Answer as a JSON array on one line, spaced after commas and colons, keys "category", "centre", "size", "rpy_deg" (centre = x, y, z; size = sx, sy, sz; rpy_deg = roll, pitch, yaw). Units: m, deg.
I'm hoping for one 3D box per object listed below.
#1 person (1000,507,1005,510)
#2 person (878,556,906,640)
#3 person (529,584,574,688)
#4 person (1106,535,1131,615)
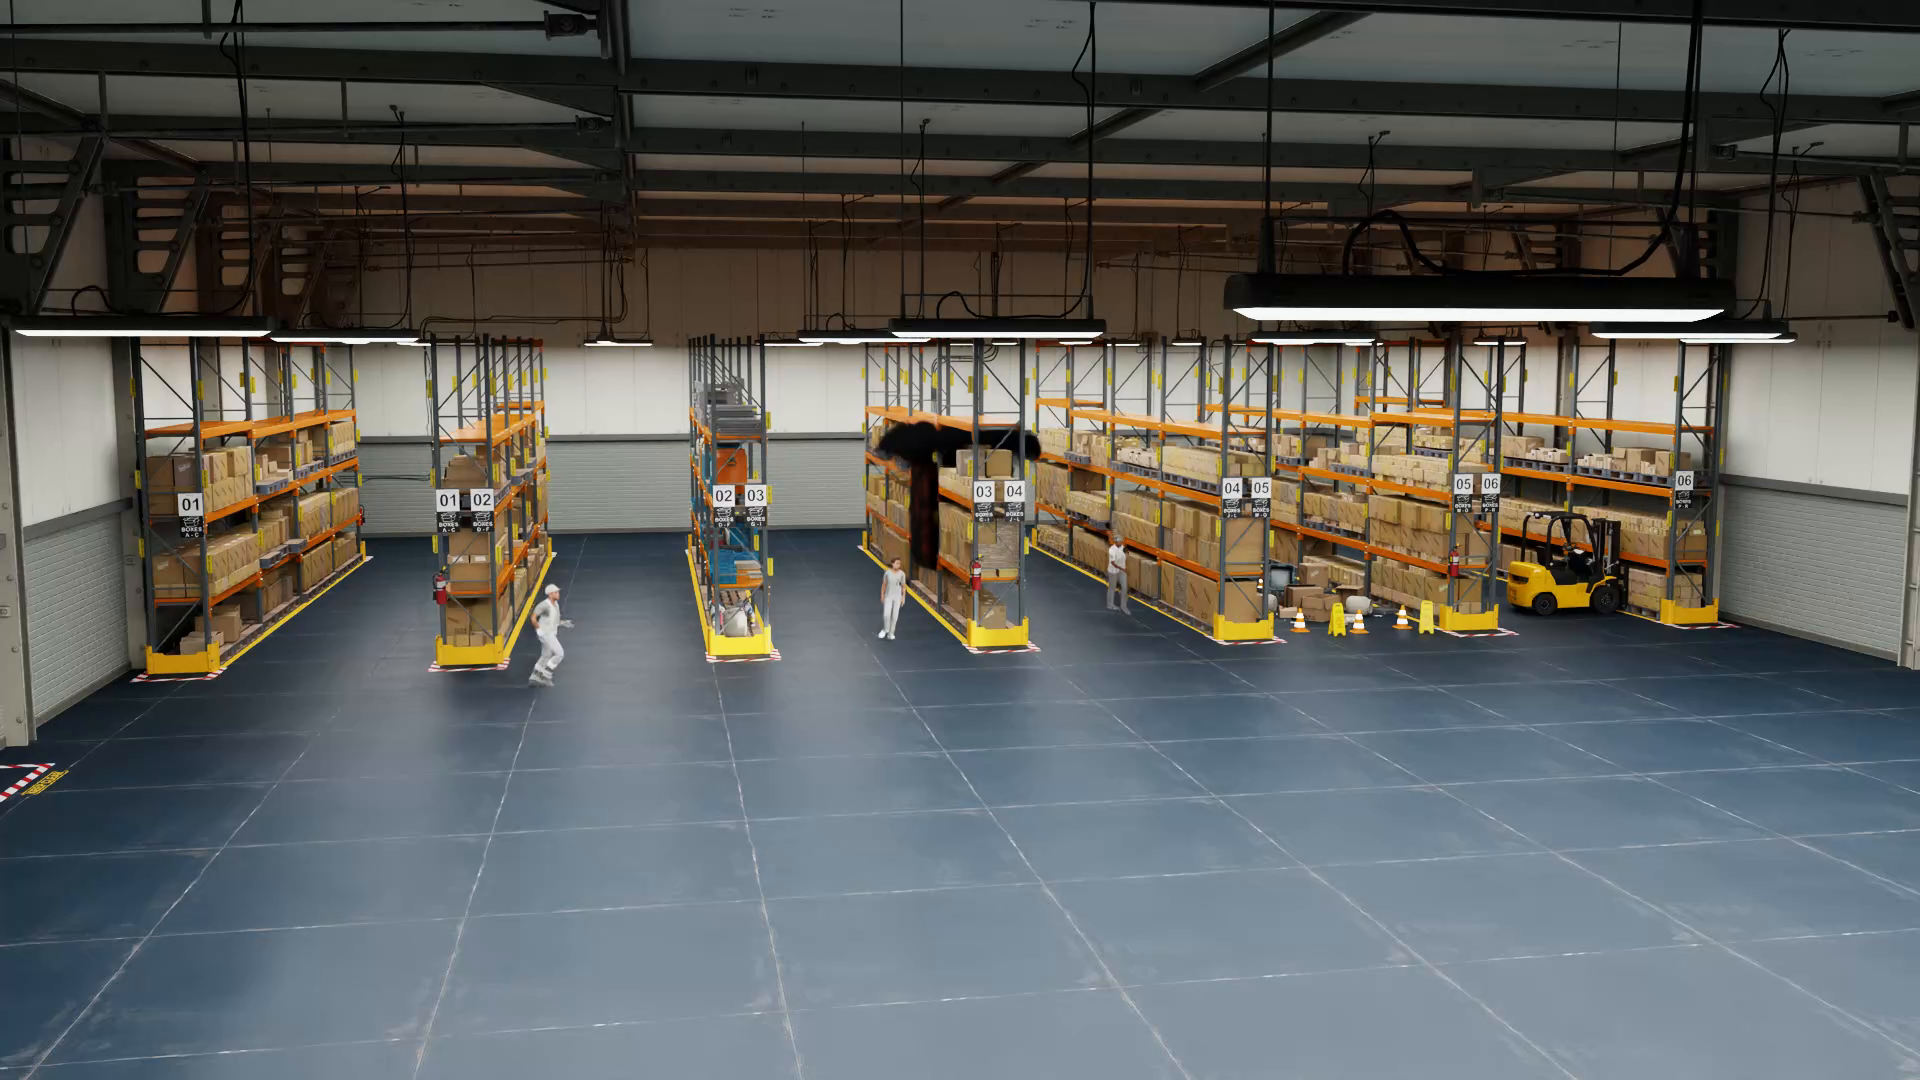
[{"category": "person", "centre": [1.373, -0.753, 49.169], "size": [0.775, 1.696, 0.558], "rpy_deg": [5, 8, 38]}, {"category": "person", "centre": [-1.335, 1.144, 32.694], "size": [0.552, 1.654, 0.498], "rpy_deg": [-1, 7, -11]}, {"category": "person", "centre": [-6.976, 1.633, 28.243], "size": [0.778, 1.772, 0.609], "rpy_deg": [1, 7, 5]}, {"category": "person", "centre": [3.326, 0.713, 35.112], "size": [0.481, 1.700, 0.674], "rpy_deg": [-2, 7, -18]}]
